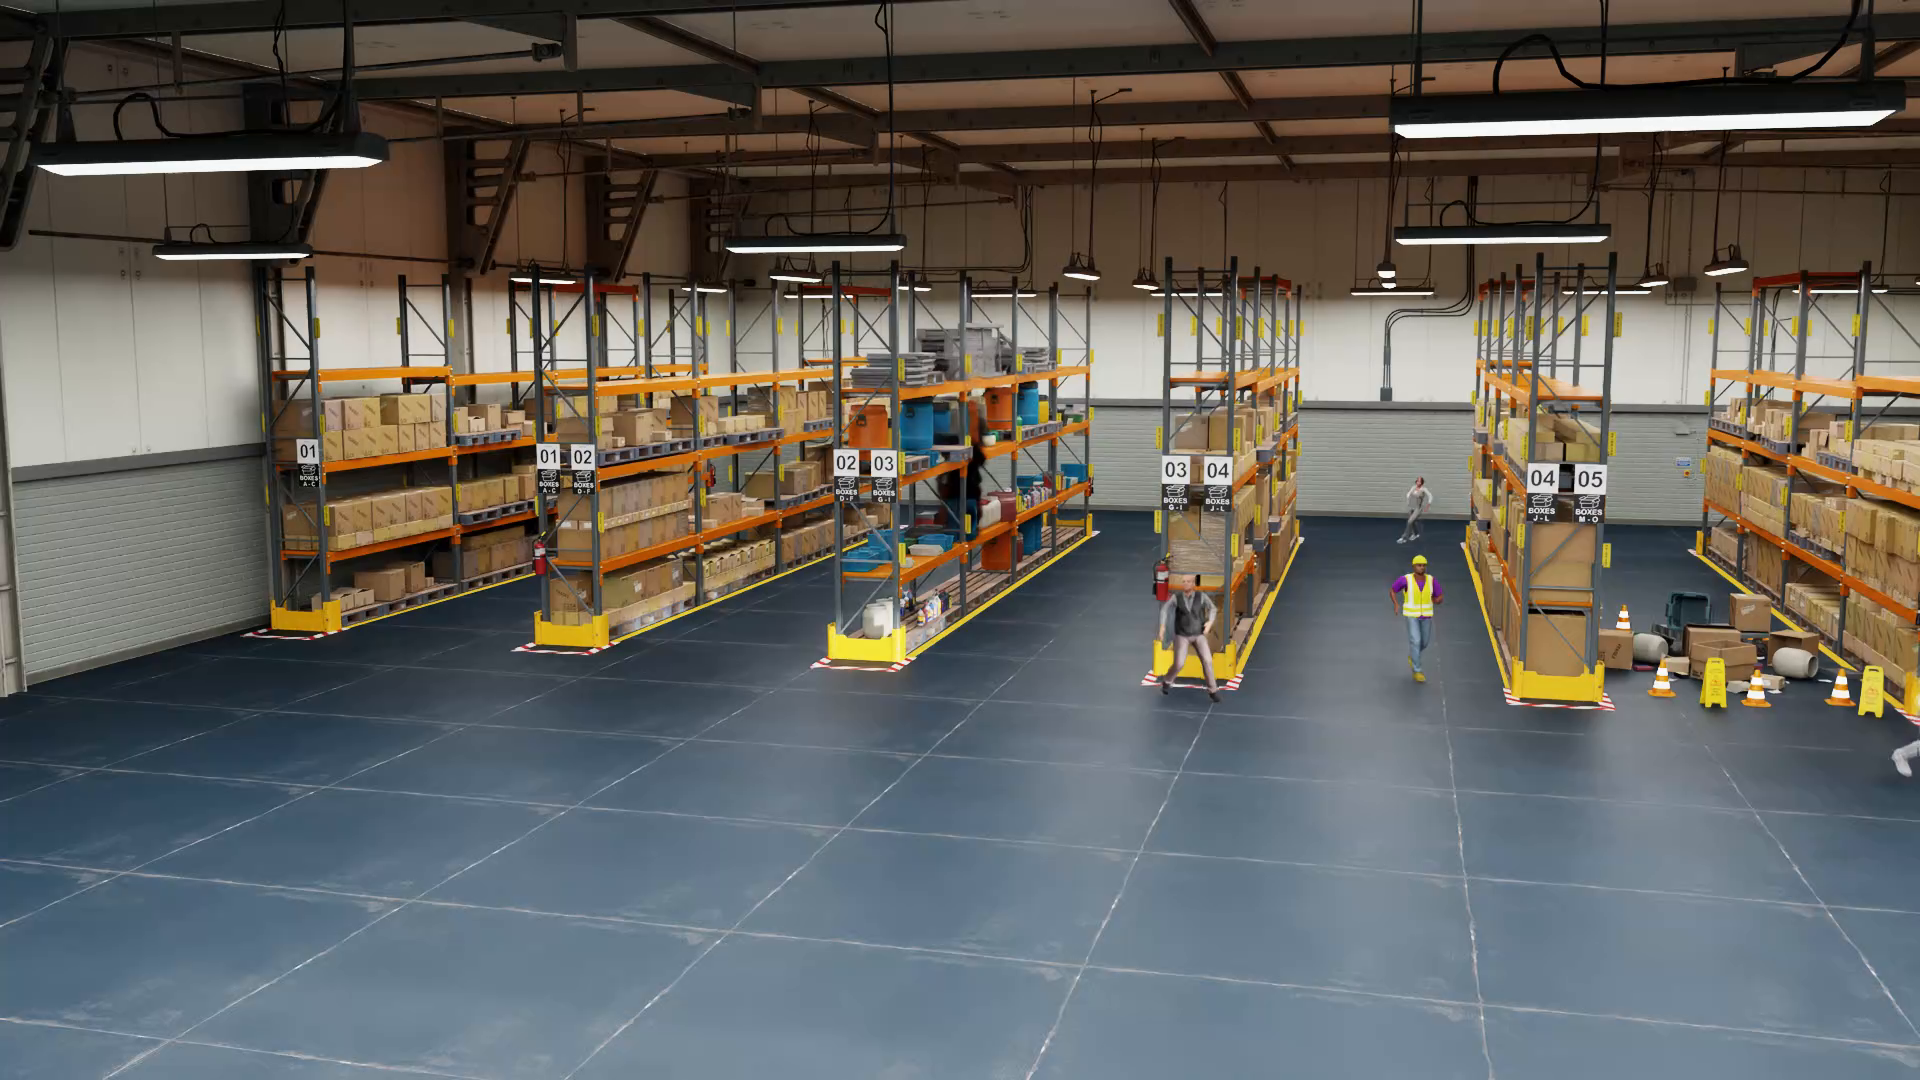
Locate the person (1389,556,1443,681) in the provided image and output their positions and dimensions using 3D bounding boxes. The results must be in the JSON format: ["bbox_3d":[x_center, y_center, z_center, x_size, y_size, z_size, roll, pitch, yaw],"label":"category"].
[{"bbox_3d":[6.562,1.088,23.829,0.710,1.746,0.989,0,7,-4],"label":"person"}]

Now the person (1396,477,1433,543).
[{"bbox_3d":[10.572,-0.708,38.699,0.856,1.550,0.656,-5,9,-32],"label":"person"}]

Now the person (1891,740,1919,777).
[{"bbox_3d":[10.625,1.875,18.009,0.734,1.774,0.998,-4,8,-27],"label":"person"}]

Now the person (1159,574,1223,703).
[{"bbox_3d":[3.110,1.319,22.445,0.815,1.676,0.703,0,7,-4],"label":"person"}]
